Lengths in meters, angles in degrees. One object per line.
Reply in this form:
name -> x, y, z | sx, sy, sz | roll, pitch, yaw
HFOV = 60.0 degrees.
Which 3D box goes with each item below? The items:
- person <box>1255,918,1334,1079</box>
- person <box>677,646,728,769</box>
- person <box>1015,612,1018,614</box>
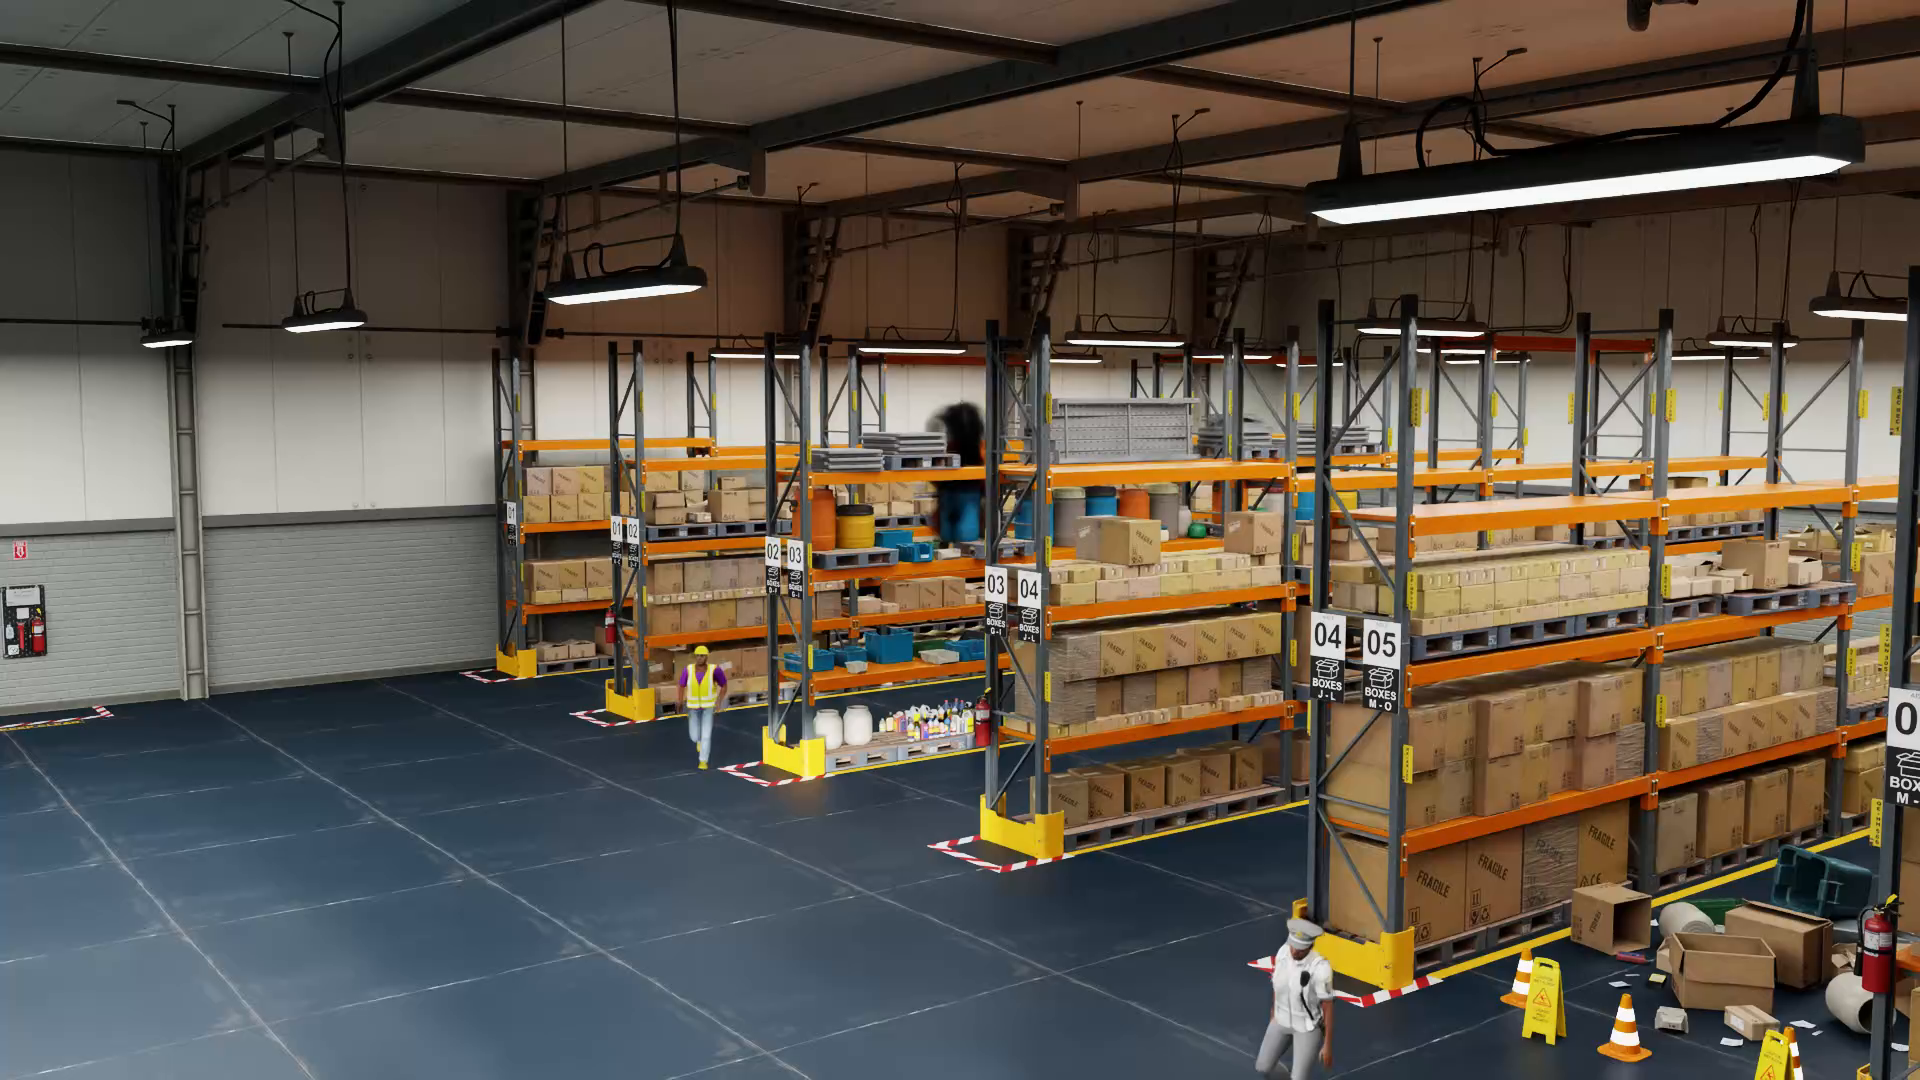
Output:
person -> 2.356, 3.357, 11.565 | 0.737, 1.583, 0.638 | 5, 7, 42
person -> -3.555, 2.291, 23.065 | 0.686, 1.708, 0.647 | 0, 5, 1
person -> 1.310, 1.372, 34.149 | 0.595, 1.625, 0.616 | 4, 6, 39
